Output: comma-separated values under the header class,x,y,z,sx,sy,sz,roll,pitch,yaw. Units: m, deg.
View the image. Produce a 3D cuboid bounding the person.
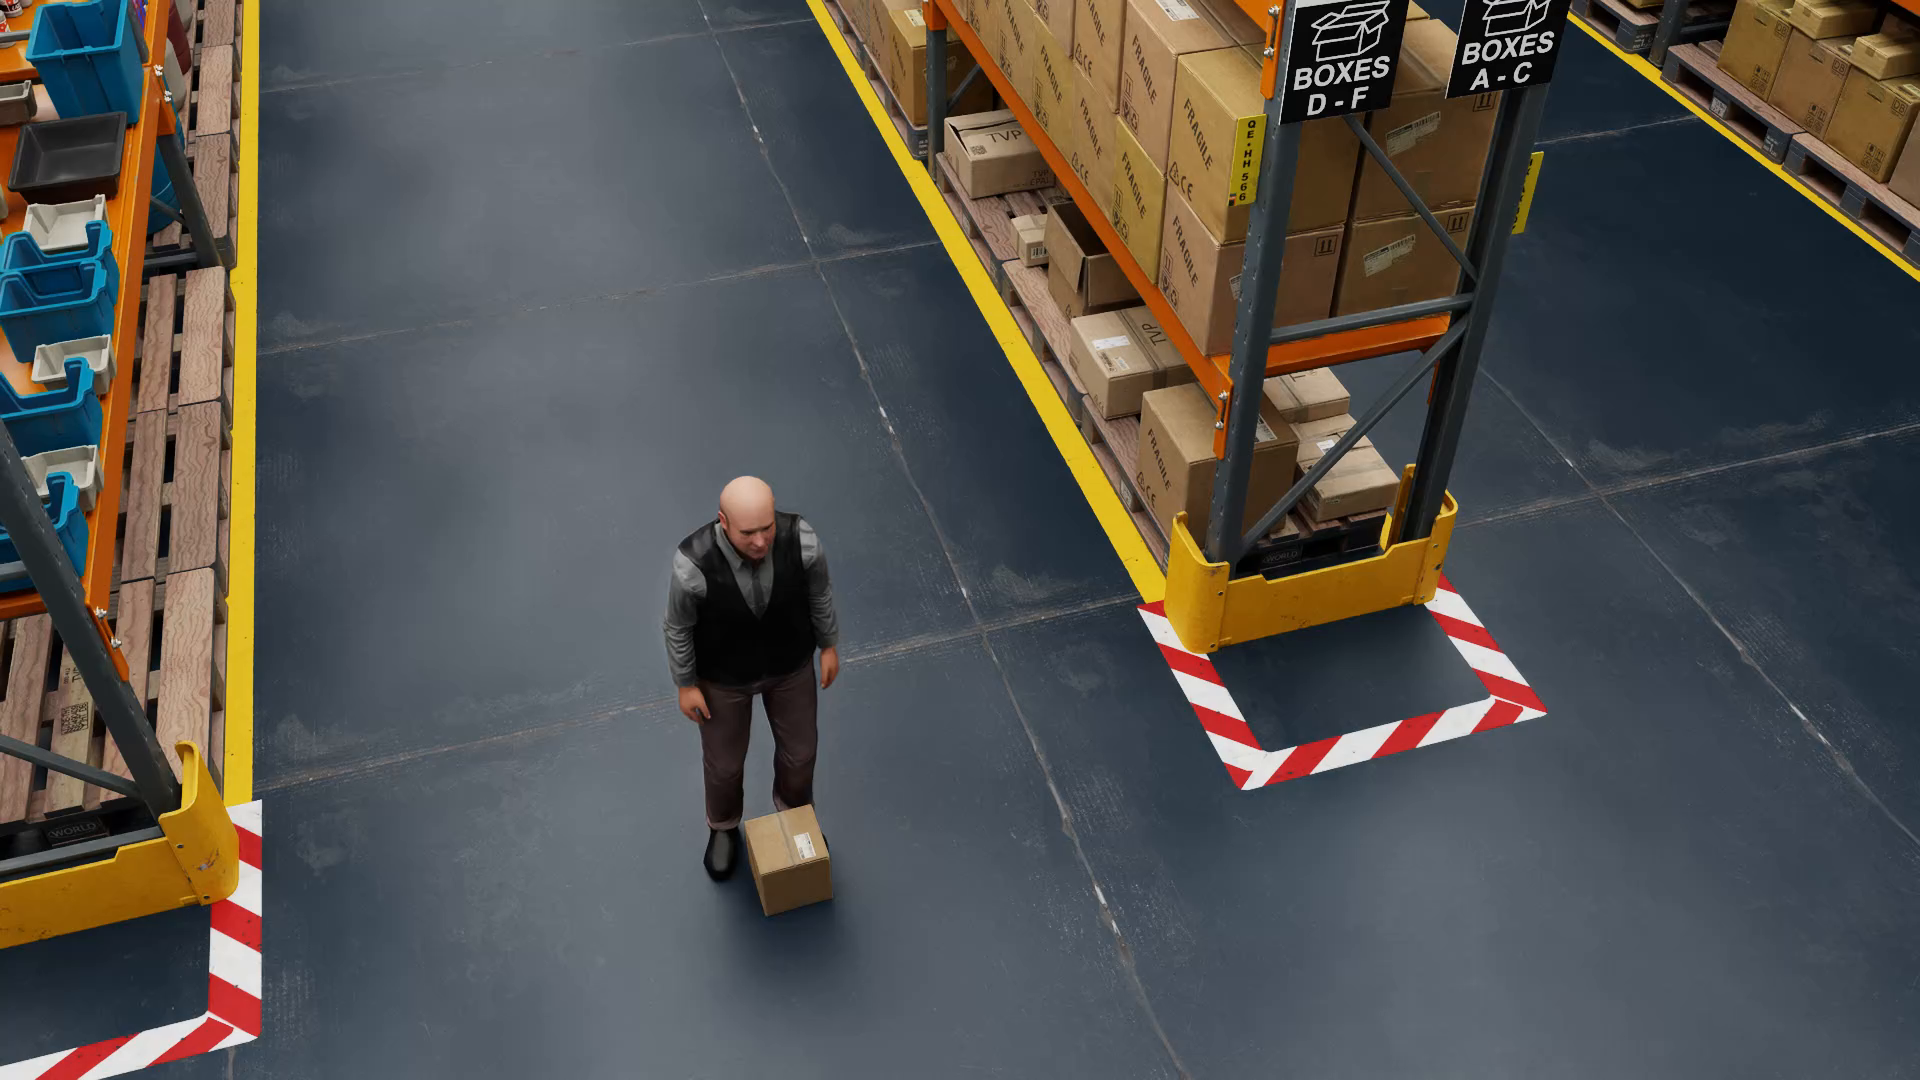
class,x,y,z,sx,sy,sz,roll,pitch,yaw
person,-0.692,0.444,5.684,0.594,1.721,0.469,-14,44,-15
